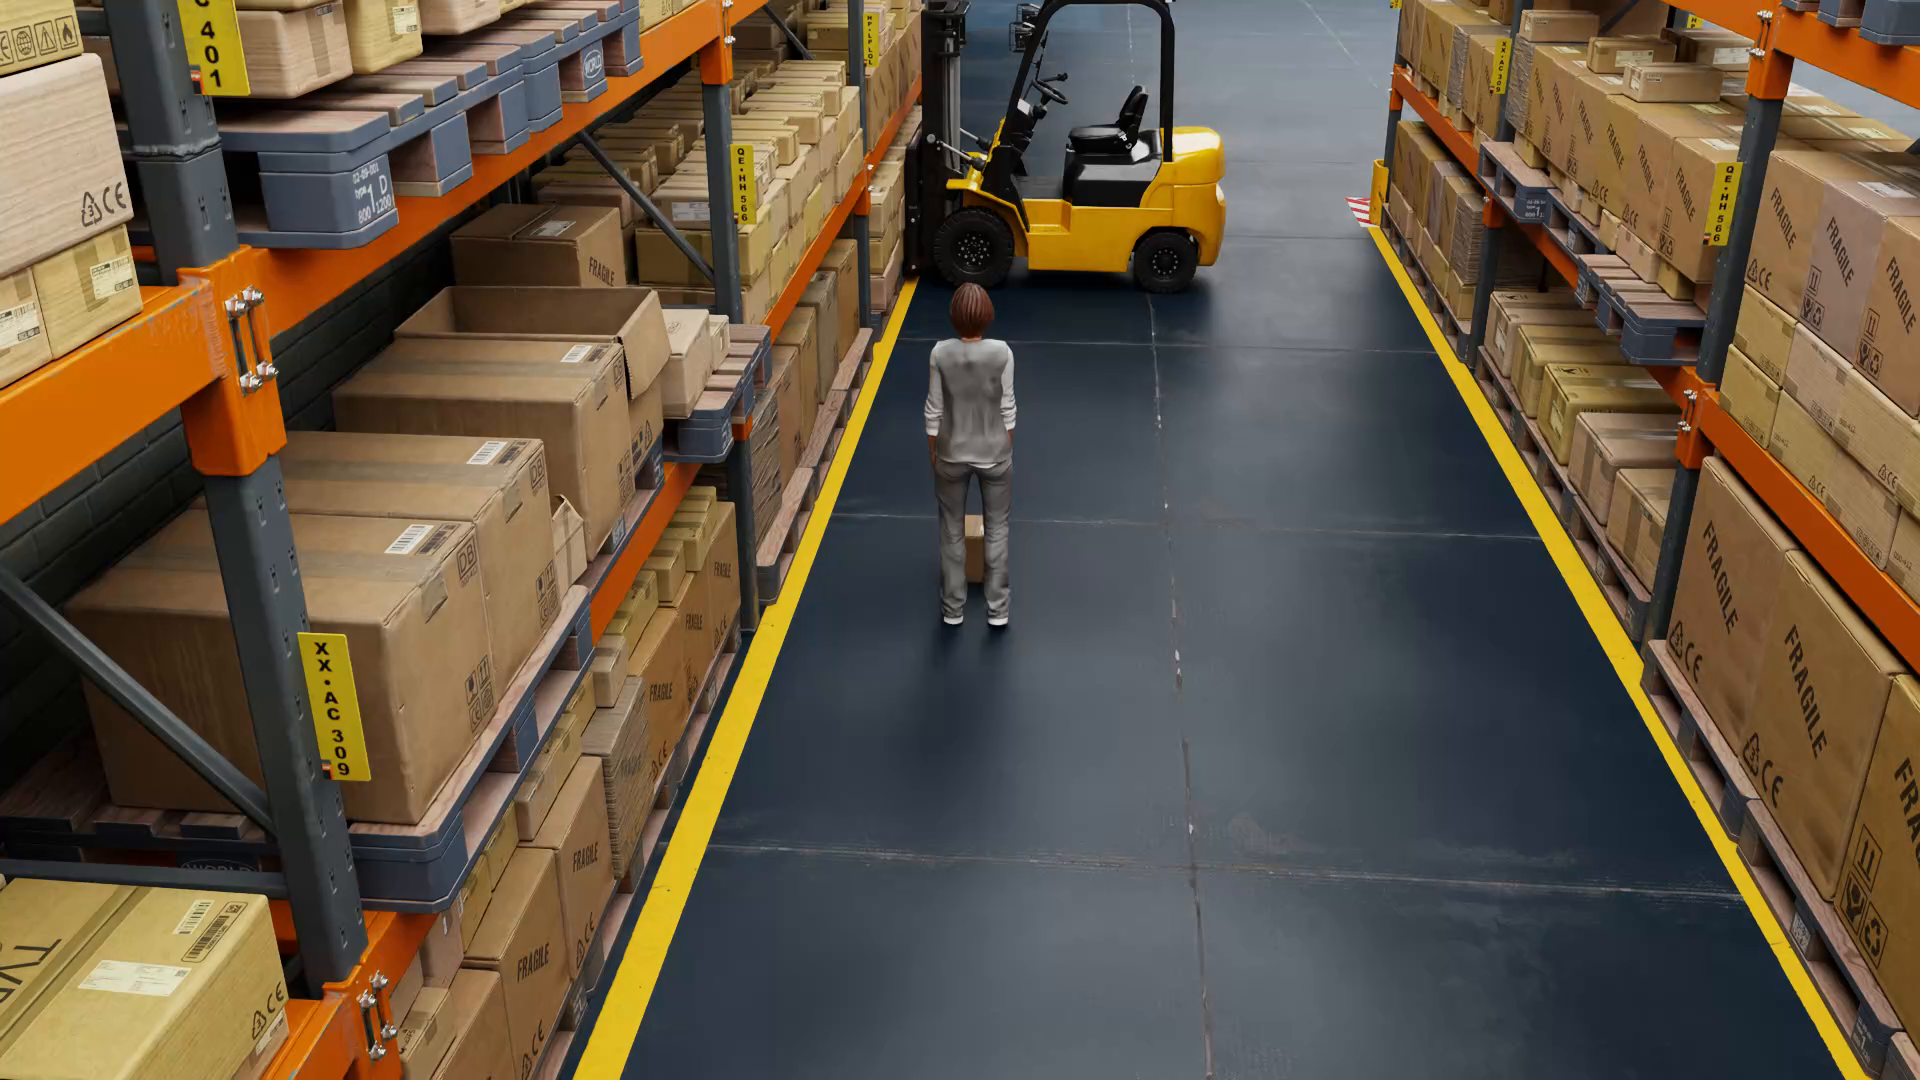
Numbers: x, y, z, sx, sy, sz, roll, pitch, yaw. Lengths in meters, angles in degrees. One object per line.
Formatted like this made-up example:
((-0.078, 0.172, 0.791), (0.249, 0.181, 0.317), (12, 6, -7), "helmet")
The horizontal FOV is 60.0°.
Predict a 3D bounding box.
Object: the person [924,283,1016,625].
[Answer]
((0.044, -0.362, 7.417), (0.407, 1.600, 0.305), (1, 25, 1), "person")
